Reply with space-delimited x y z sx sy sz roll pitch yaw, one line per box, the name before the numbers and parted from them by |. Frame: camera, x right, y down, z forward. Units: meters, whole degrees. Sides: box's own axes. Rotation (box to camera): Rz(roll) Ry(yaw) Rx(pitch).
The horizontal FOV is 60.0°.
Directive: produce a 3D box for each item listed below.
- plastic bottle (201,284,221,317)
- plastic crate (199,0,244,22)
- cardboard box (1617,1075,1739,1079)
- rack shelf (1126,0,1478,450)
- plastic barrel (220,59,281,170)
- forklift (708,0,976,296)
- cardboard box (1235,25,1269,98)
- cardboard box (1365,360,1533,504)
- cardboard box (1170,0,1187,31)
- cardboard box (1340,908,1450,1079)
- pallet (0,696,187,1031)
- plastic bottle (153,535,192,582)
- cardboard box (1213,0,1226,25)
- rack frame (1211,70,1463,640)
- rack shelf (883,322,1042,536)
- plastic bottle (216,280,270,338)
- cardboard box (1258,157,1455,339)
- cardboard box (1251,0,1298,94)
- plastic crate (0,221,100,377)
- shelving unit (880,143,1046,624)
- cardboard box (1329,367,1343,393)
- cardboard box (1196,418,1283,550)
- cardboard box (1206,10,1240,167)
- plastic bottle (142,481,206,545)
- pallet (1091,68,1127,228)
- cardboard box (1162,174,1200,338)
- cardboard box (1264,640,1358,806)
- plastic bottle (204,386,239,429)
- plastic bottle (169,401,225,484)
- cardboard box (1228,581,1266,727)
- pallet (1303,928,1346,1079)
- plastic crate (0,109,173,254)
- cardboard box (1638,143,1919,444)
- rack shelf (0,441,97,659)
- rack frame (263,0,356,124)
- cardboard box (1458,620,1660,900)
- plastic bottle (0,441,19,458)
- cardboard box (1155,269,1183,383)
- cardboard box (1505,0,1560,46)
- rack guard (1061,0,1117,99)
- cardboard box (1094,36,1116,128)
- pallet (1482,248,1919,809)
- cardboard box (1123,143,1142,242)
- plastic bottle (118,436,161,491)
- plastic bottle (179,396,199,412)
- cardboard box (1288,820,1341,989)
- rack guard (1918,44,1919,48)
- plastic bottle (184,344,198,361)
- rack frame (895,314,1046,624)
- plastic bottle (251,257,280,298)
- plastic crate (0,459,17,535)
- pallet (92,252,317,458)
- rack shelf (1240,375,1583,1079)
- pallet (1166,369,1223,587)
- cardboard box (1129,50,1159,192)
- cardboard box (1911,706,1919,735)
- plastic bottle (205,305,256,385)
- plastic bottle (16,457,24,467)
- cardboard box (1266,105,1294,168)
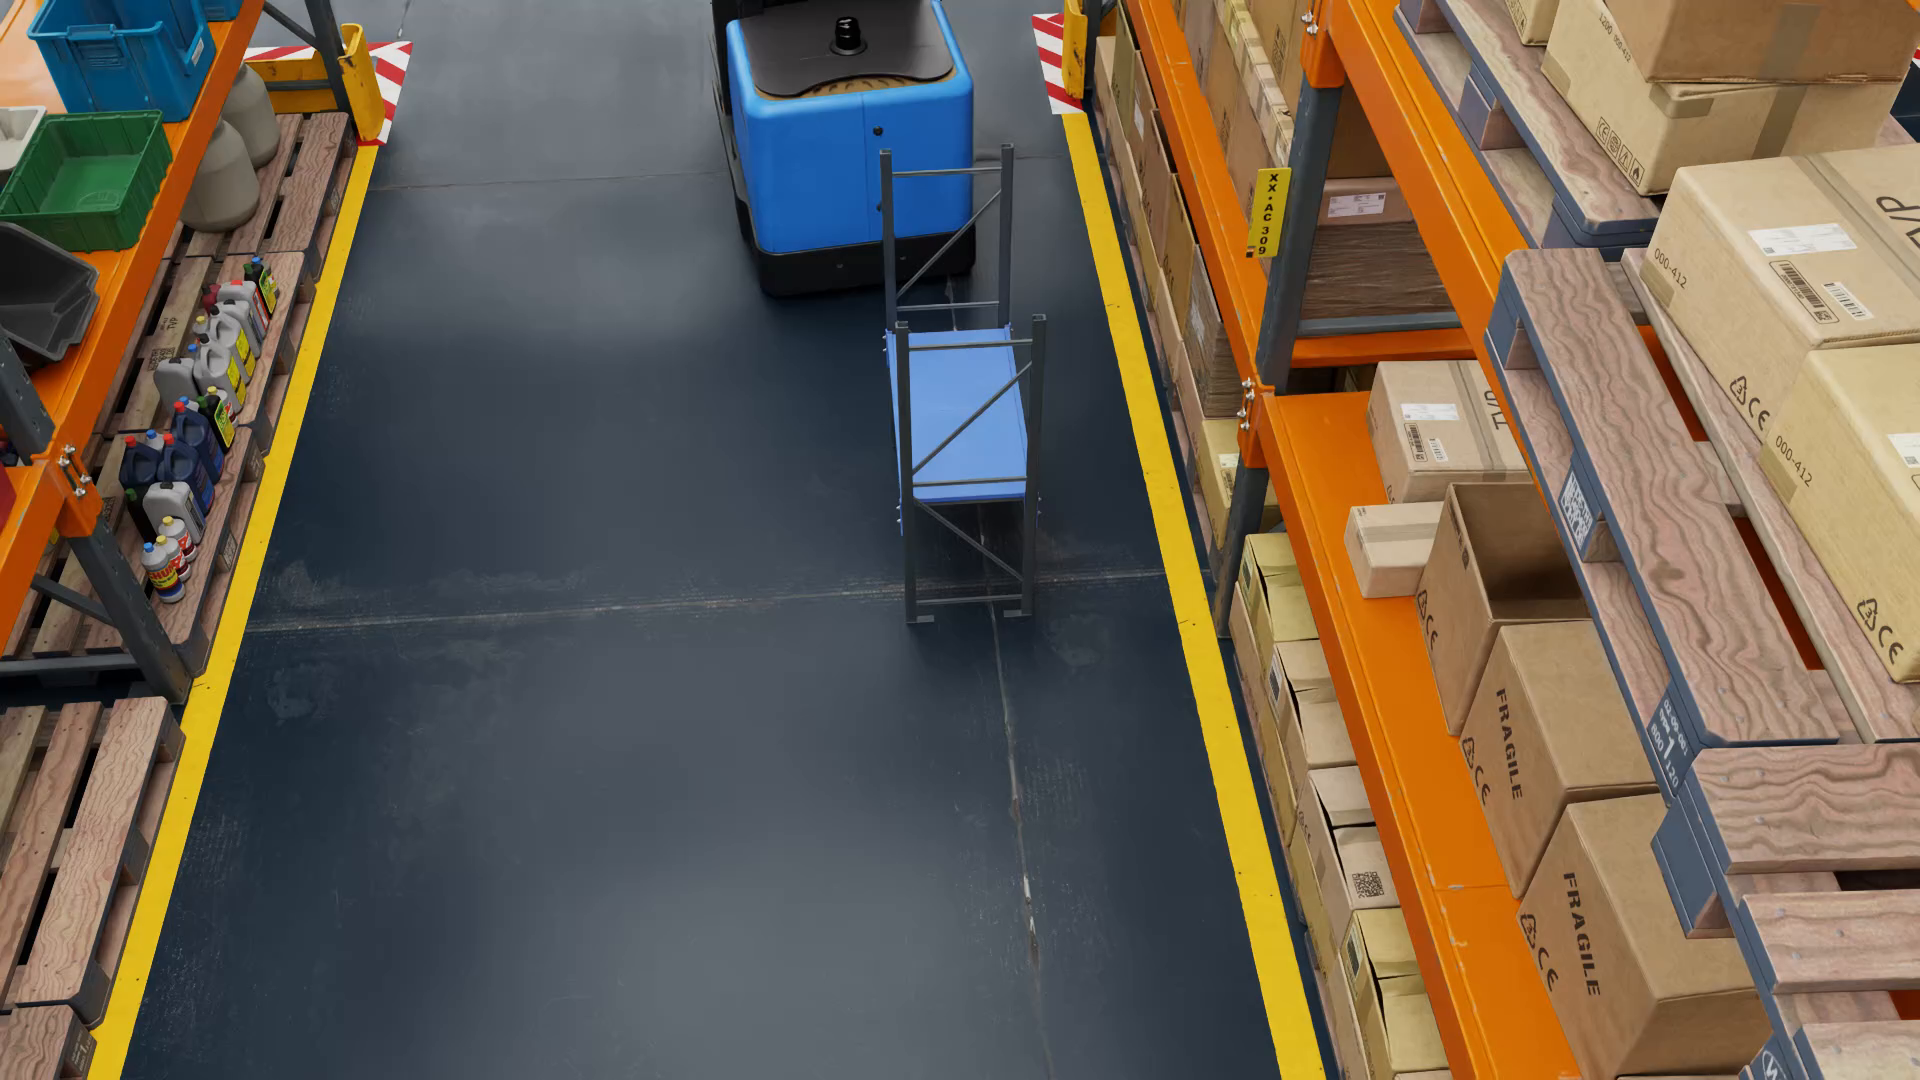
plastic bottle | -3.291 -1.035 7.368 0.061 0.283 0.133 -3 47 -3
plastic crate | -3.381 -2.445 7.239 0.499 0.251 0.408 -3 47 -3
cardboard box | 1.673 1.346 3.718 0.380 0.149 0.250 0 47 0
rack shelf | 1.334 -1.914 7.129 1.077 0.370 4.000 -3 47 -3
plastic barrel | -3.639 -2.128 8.260 0.421 0.512 0.421 0 47 0
forklift | -0.733 -3.255 7.950 1.130 2.935 3.031 -9 47 -8
cardboard box | 1.199 -1.714 5.928 0.380 0.149 0.250 -4 47 -3
cardboard box | 1.586 -0.310 5.217 0.500 0.250 0.500 -1 47 -1
cardboard box | 1.277 -2.565 7.181 0.700 0.500 0.500 -3 47 -3
cardboard box | 1.418 1.320 4.789 0.500 0.311 0.500 -2 47 -2
pallet | -3.331 1.108 5.691 1.003 0.211 1.213 -3 47 -3
plastic bottle | -3.033 0.064 6.384 0.097 0.201 0.097 0 47 0
cardboard box | 1.160 -2.075 6.270 0.380 0.149 0.250 -2 47 -2
rack frame | 1.501 -0.715 5.498 1.000 3.000 0.127 -3 47 -3
rack shelf | -0.007 -0.454 6.531 0.538 0.185 1.000 -3 47 -3
plastic bottle | -3.185 -1.039 7.378 0.152 0.276 0.135 -3 47 -3
cardboard box | 1.458 -1.070 5.765 0.700 0.500 0.500 -5 47 -4
cardboard box | 1.414 -1.881 5.640 0.700 0.500 0.500 -4 47 -3
plastic crate | -3.352 -0.782 5.604 0.767 0.338 0.504 -3 47 -3
shelving unit | -0.007 -0.577 6.400 0.538 1.500 1.048 -3 47 -3
cardboard box | 1.725 -0.887 6.749 0.500 0.500 0.500 -3 47 -3
cardboard box | 1.245 -0.236 6.649 0.500 0.250 0.500 -3 47 -3
cardboard box | 1.369 -1.814 6.470 0.700 0.500 0.500 -3 47 -3
plastic bottle | -3.079 -0.121 6.508 0.152 0.276 0.135 -2 47 -2
pallet | 1.272 -2.099 8.729 1.003 0.211 1.213 -3 47 -3
cardboard box | 1.169 -1.218 7.062 0.500 0.500 0.500 -3 47 -3
cardboard box | 1.324 0.570 5.499 0.500 0.311 0.500 -4 47 -4
plastic bottle | -3.105 -0.557 6.973 0.097 0.201 0.097 0 47 0
plastic bottle | -3.105 -0.403 6.723 0.144 0.351 0.185 -5 47 -5
cardboard box | 1.288 0.393 6.053 0.500 0.250 0.500 -5 47 -4
pallet | 1.707 1.659 5.169 1.003 0.211 1.213 -3 47 -3
plastic crate | -3.267 -1.343 6.238 0.450 0.188 0.662 -3 47 -3
cardboard box | 1.600 -0.452 2.997 0.500 0.250 0.500 -7 47 -7
rack shelf | -3.268 1.278 4.106 1.077 0.370 4.000 -3 47 -3
rack frame | -3.770 -3.310 7.956 1.000 3.000 0.127 -3 47 -3
cardboard box | 1.635 0.551 4.230 0.500 0.500 0.500 -3 47 -3
plastic bottle | -3.847 -0.336 6.707 0.061 0.283 0.133 -1 47 -1
cardboard box | 1.156 -0.959 7.333 0.500 0.250 0.500 -3 47 -3
cardboard box | 1.543 -1.393 3.888 0.500 0.250 0.500 1 47 1
rack guard | 1.164 -2.767 9.162 1.175 0.500 0.348 -3 47 -3
cardboard box | 0.990 -2.406 8.704 0.500 0.250 0.500 -3 47 -3
pallet | 1.594 -0.082 2.962 1.003 0.211 1.213 -2 47 -1
cardboard box | 1.077 -1.683 8.019 0.500 0.250 0.500 -3 47 -3
plastic bottle | -3.233 -0.257 6.586 0.144 0.351 0.185 -3 47 -3
plastic bottle | -3.154 -0.479 6.851 0.097 0.271 0.097 0 47 0
cardboard box | 1.376 1.138 5.348 0.500 0.250 0.500 -5 47 -5
rack guard | 6.109 -2.998 9.382 1.175 0.500 0.348 -3 47 -3
plastic bottle | -3.273 -0.754 7.159 0.097 0.201 0.097 0 47 0
rack frame | 0.035 -0.210 6.052 0.500 1.500 0.032 -3 47 -3
plastic bottle | -3.179 -1.197 7.579 0.097 0.201 0.097 0 47 0
plastic crate | -3.090 -0.107 4.878 0.402 0.464 0.583 -3 47 -3
pallet | -3.555 -0.831 7.528 1.003 0.211 1.213 -3 47 -3
rack shelf | 1.669 0.980 4.388 1.077 0.370 4.000 -3 47 -3
pallet | 1.476 -0.334 7.057 1.003 0.211 1.213 -3 47 -3
cardboard box | 1.088 -1.941 7.747 0.500 0.500 0.500 -3 47 -3
cardboard box | 1.680 0.352 2.235 0.500 0.250 0.500 -2 47 -2
plastic bottle | -3.156 -0.845 7.142 0.144 0.351 0.185 -2 47 -2
plastic bottle | -3.647 -0.246 6.626 0.152 0.276 0.135 -3 47 -3
cardboard box | 1.246 -1.335 5.569 0.380 0.149 0.250 -4 47 -4
